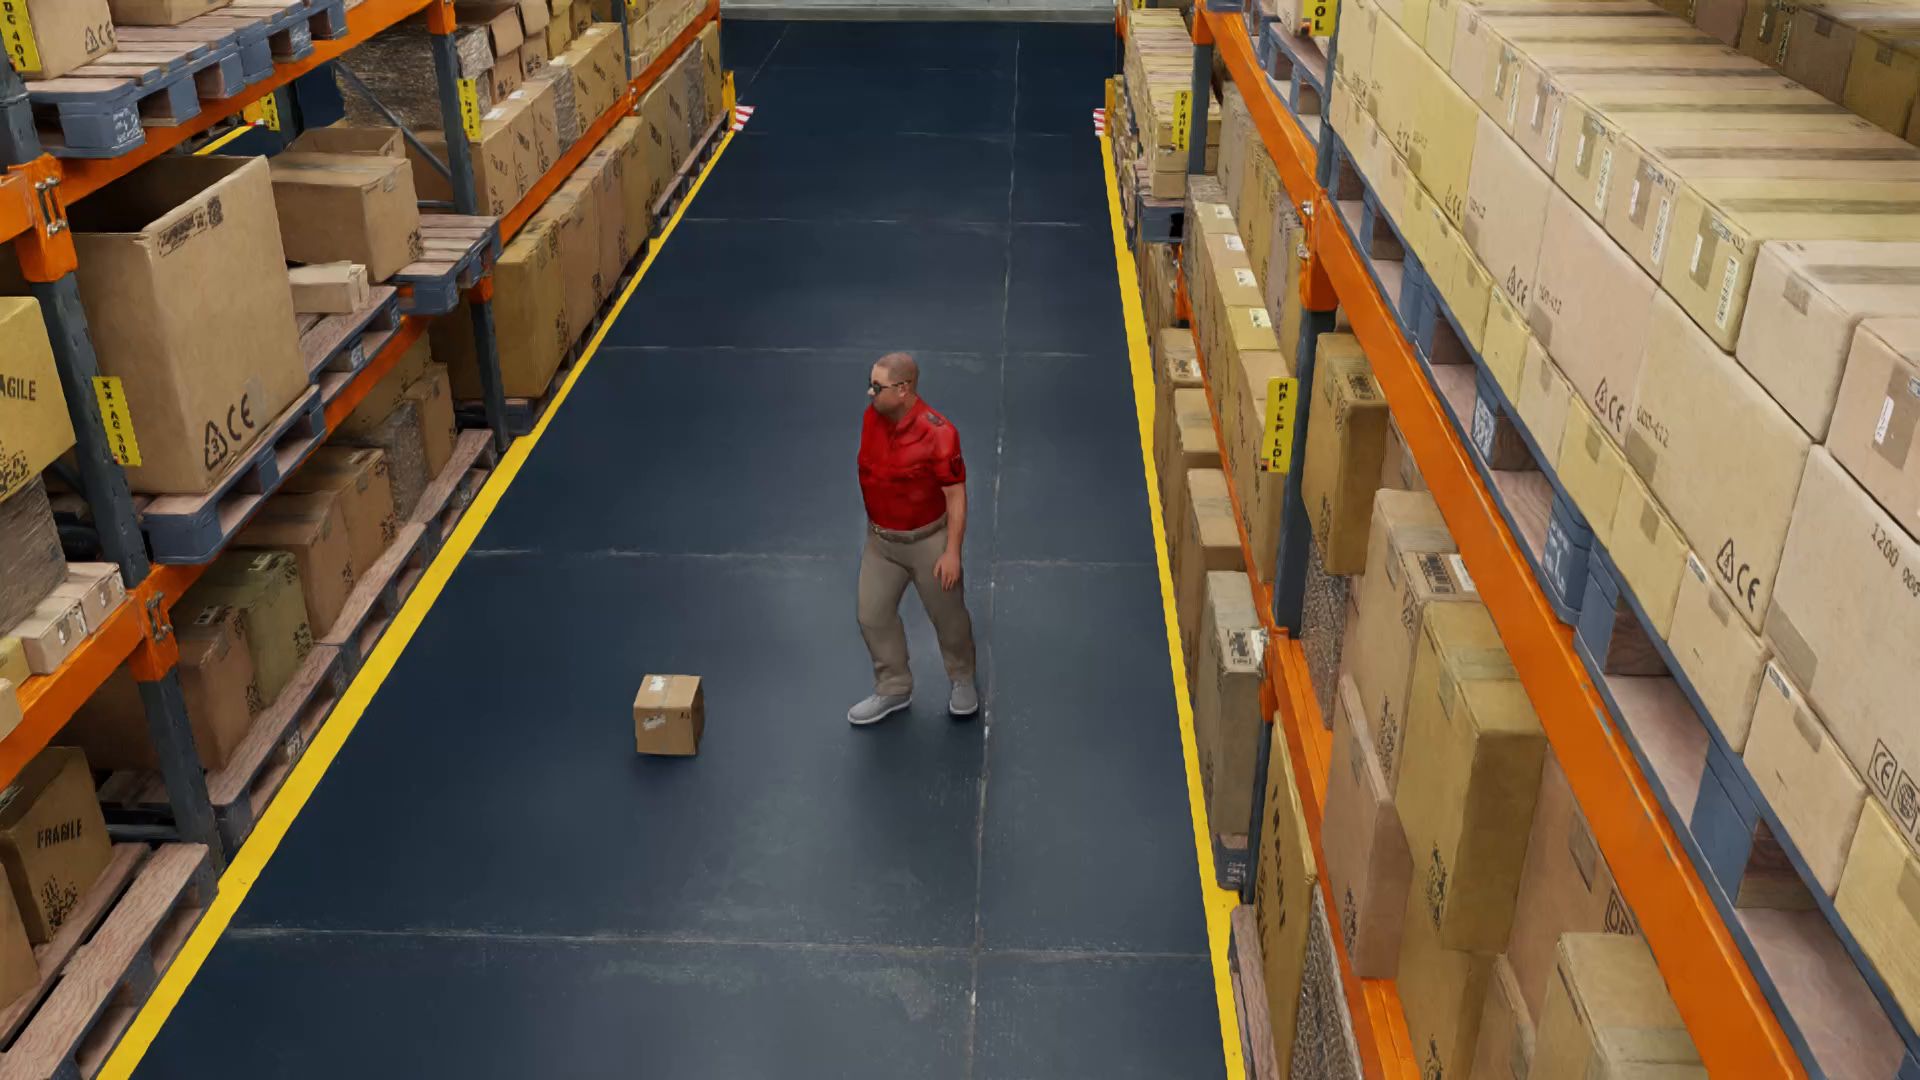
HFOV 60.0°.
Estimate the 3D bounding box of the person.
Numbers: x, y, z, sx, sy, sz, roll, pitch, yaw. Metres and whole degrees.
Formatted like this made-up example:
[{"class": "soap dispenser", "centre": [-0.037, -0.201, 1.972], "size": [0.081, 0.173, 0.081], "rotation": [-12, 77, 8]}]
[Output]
[{"class": "person", "centre": [-0.202, -0.006, 7.154], "size": [0.552, 1.719, 0.590], "rotation": [19, 33, 32]}]
